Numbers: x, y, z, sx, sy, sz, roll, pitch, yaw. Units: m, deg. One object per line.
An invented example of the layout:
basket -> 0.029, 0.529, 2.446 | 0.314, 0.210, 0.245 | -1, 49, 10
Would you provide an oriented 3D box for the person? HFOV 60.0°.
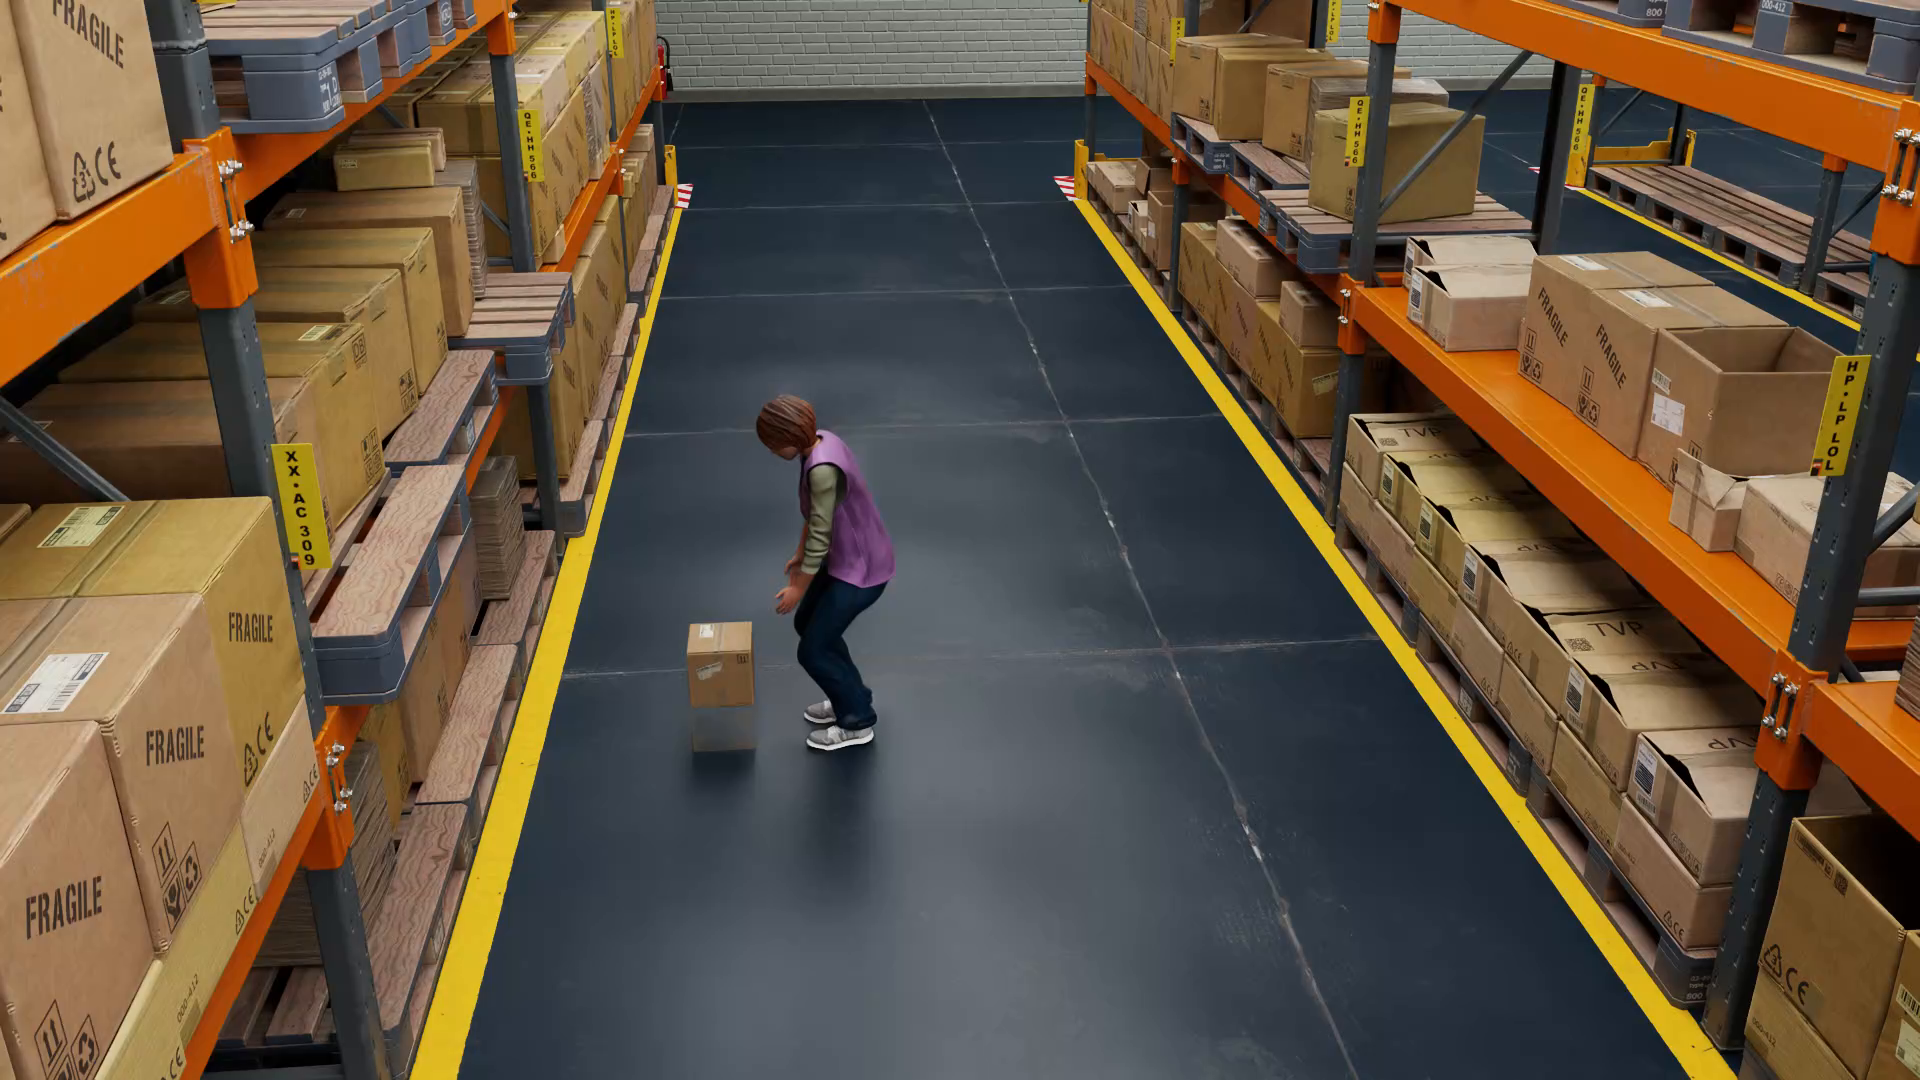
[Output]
person -> -0.504, 0.131, 6.497 | 0.518, 1.464, 0.451 | -2, 24, -4
